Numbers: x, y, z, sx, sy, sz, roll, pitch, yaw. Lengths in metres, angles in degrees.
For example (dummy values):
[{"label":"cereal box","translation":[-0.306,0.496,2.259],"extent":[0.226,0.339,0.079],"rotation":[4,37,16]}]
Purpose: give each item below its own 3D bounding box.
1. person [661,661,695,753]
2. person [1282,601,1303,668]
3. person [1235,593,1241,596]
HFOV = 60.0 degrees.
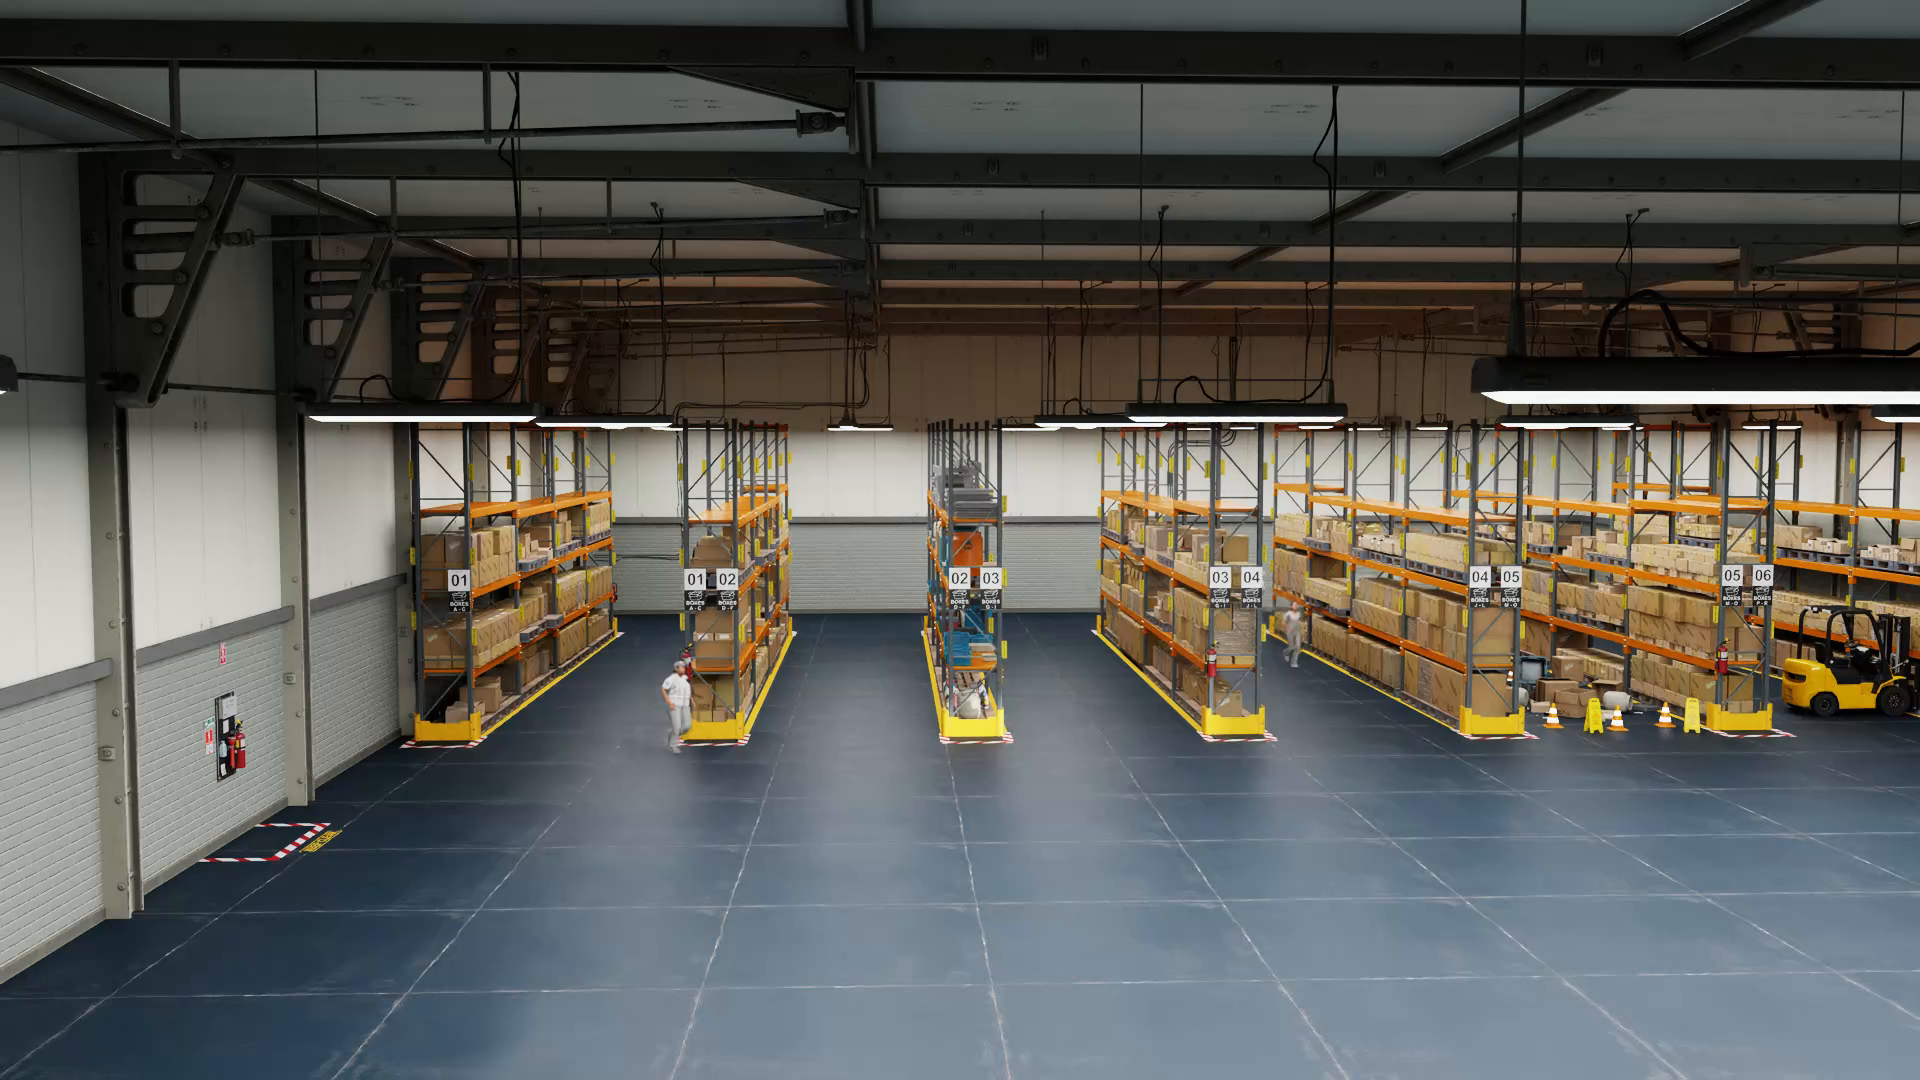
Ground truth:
[{"label":"person","translation":[-5.061,3.005,30.039],"extent":[0.508,1.624,0.664],"rotation":[3,5,44]},{"label":"person","translation":[8.167,2.293,40.782],"extent":[0.556,1.633,0.733],"rotation":[-1,4,-13]},{"label":"person","translation":[7.710,1.883,46.591],"extent":[0.705,1.798,0.803],"rotation":[1,4,9]}]
